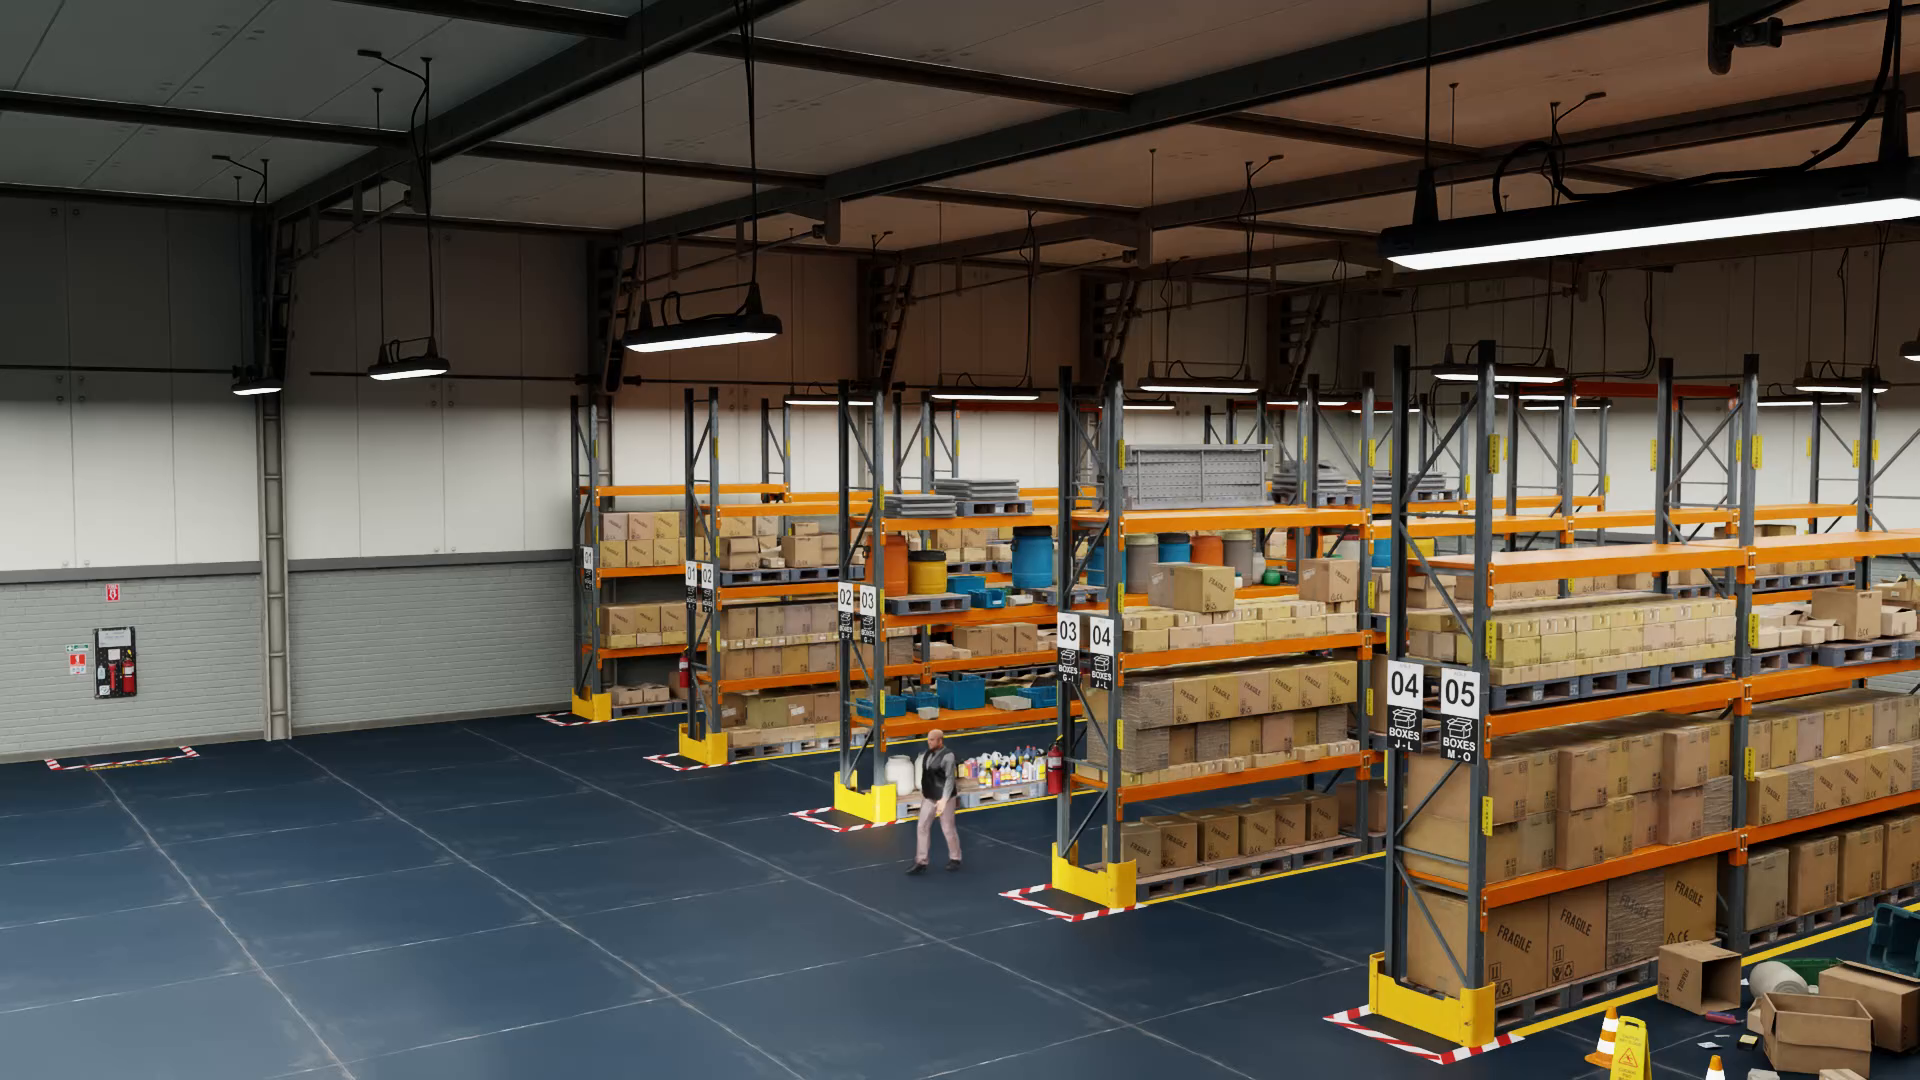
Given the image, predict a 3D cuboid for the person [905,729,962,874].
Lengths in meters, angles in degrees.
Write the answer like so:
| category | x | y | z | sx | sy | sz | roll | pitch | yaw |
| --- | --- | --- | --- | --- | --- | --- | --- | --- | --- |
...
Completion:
| category | x | y | z | sx | sy | sz | roll | pitch | yaw |
| --- | --- | --- | --- | --- | --- | --- | --- | --- | --- |
| person | -0.286 | 3.105 | 19.869 | 0.747 | 1.712 | 0.587 | -3 | 5 | -44 |
